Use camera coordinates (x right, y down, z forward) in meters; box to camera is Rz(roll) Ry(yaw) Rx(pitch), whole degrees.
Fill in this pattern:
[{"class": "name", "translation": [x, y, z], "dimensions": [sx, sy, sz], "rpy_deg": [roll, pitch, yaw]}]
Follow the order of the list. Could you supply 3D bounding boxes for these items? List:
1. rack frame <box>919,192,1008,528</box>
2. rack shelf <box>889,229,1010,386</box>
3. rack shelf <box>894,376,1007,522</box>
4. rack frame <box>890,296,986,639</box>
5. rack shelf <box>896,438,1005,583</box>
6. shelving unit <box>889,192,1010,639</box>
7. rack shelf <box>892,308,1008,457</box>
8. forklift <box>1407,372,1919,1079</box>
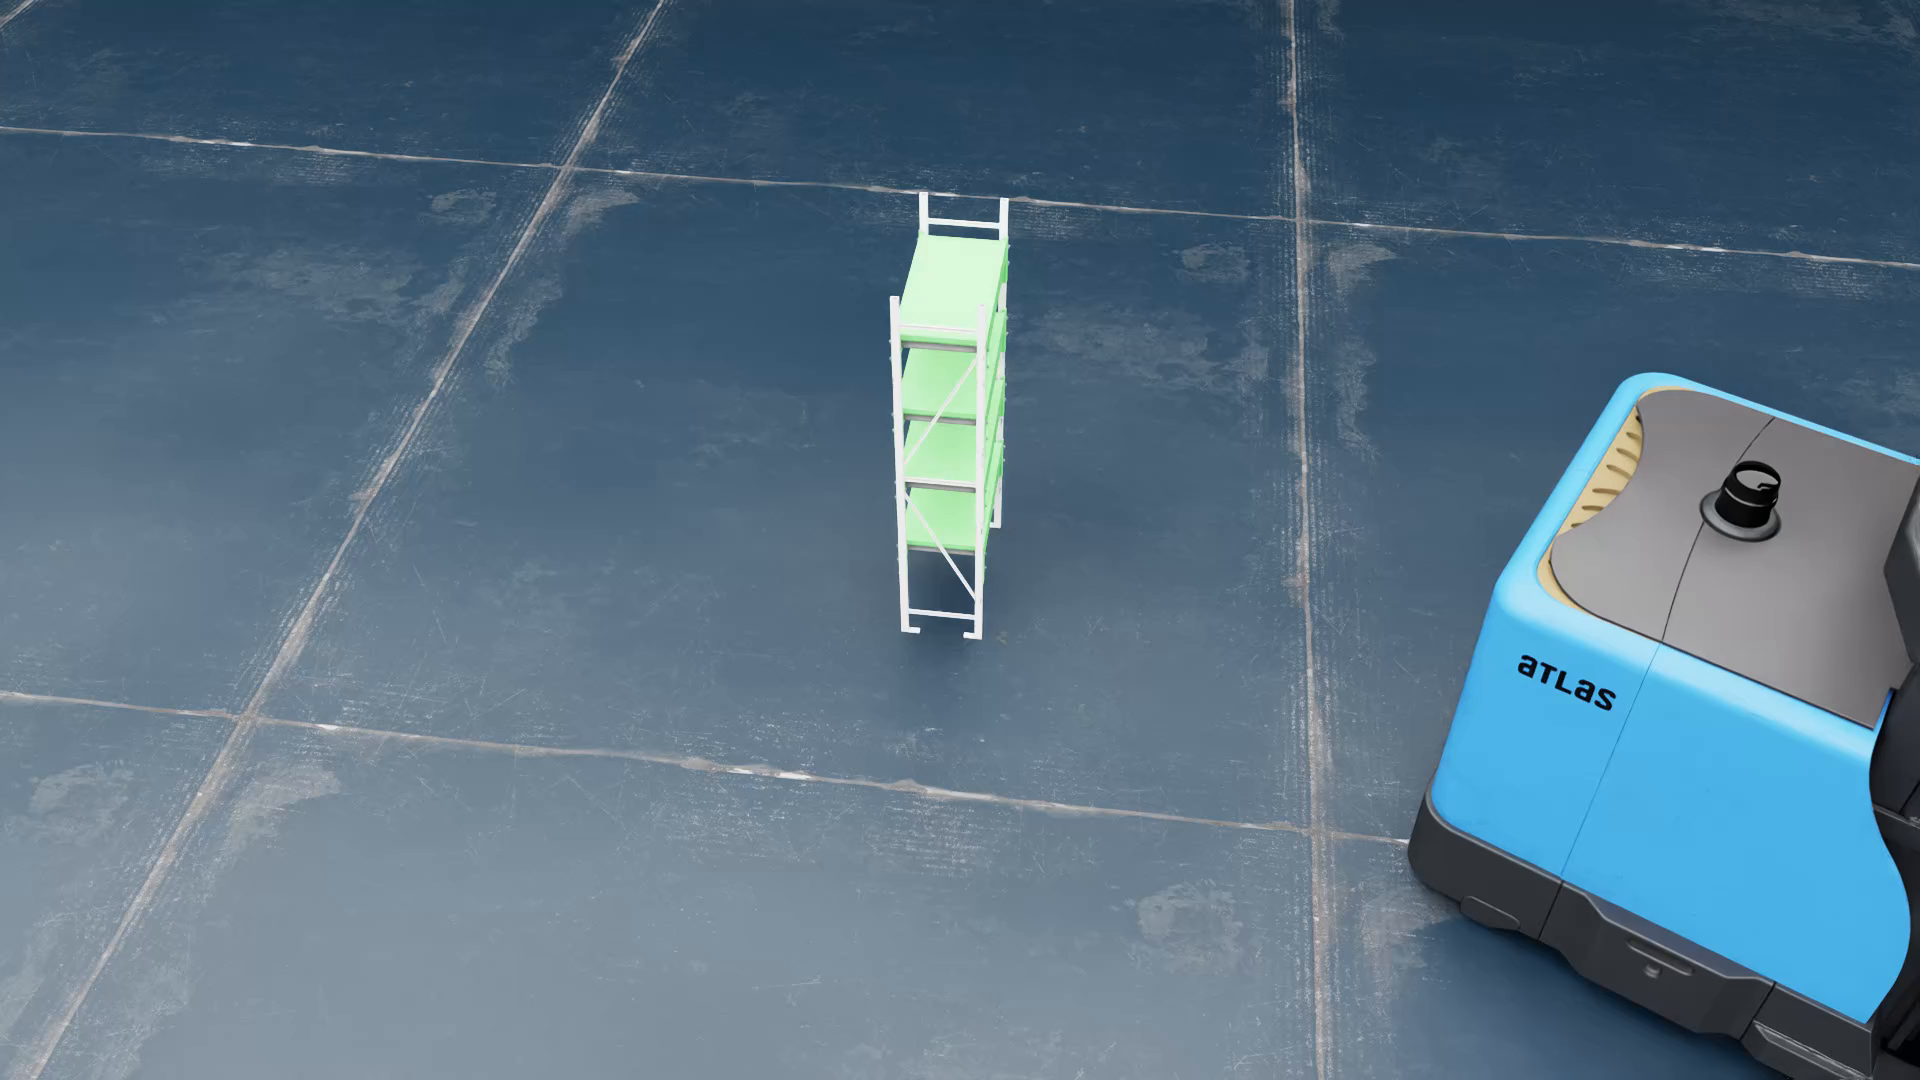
[{"class": "rack frame", "translation": [0.010, -0.489, 4.894], "dimensions": [0.240, 1.200, 0.015], "rpy_deg": [5, 44, 6]}, {"class": "rack shelf", "translation": [-0.022, -0.625, 4.432], "dimensions": [0.258, 0.148, 0.480], "rpy_deg": [5, 44, 6]}, {"class": "rack shelf", "translation": [-0.022, -0.276, 4.762], "dimensions": [0.258, 0.148, 0.480], "rpy_deg": [5, 44, 6]}, {"class": "rack frame", "translation": [-0.054, -0.157, 4.543], "dimensions": [0.240, 1.200, 0.015], "rpy_deg": [5, 44, 6]}, {"class": "rack shelf", "translation": [-0.022, -0.102, 4.927], "dimensions": [0.258, 0.148, 0.480], "rpy_deg": [5, 44, 6]}, {"class": "shelving unit", "translation": [-0.022, -0.323, 4.718], "dimensions": [0.258, 1.200, 0.503], "rpy_deg": [5, 44, 6]}, {"class": "rack shelf", "translation": [-0.022, -0.451, 4.597], "dimensions": [0.258, 0.148, 0.480], "rpy_deg": [5, 44, 6]}, {"class": "forklift", "translation": [2.659, 0.114, 2.997], "dimensions": [3.031, 2.935, 1.130], "rpy_deg": [25, 49, 24]}]
